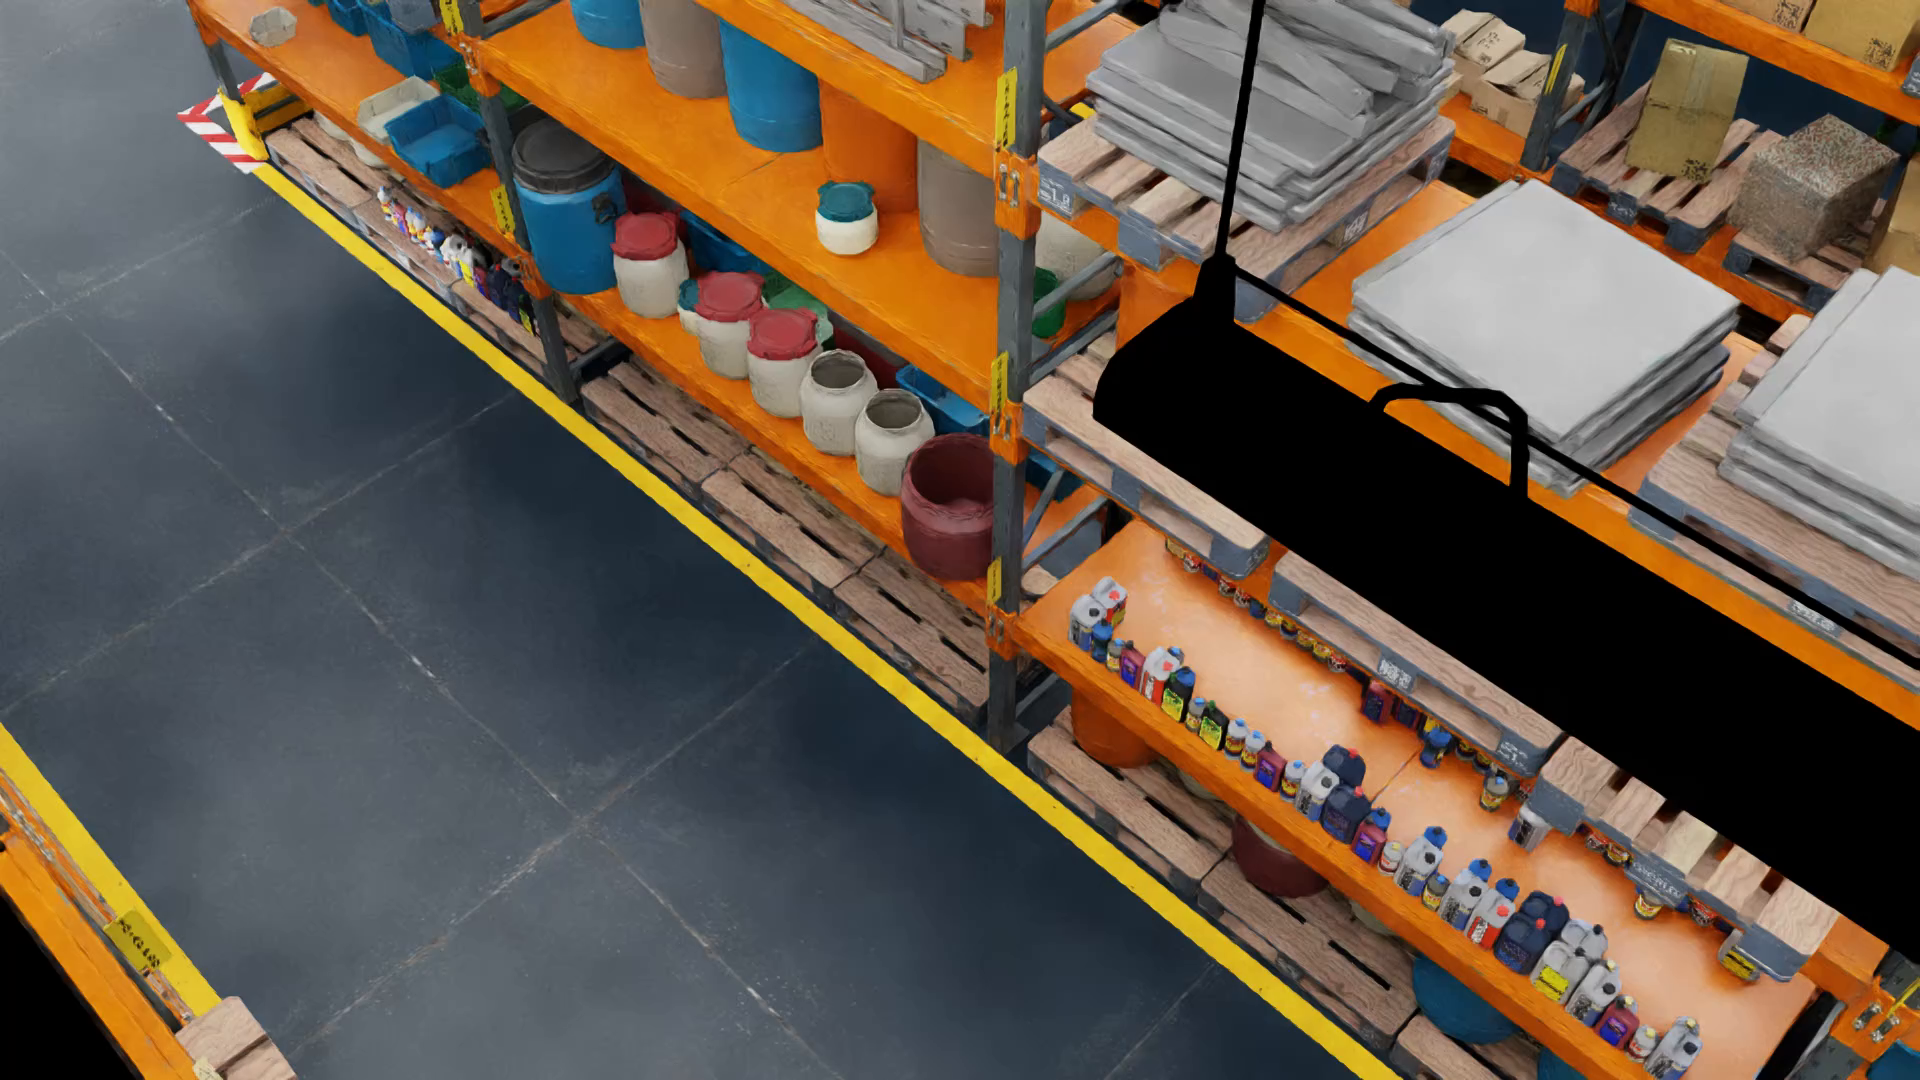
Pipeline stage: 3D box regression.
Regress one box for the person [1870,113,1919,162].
[{"bbox_3d":[7.225,-3.536,12.158,0.659,1.793,0.398,18,52,15],"label":"person"}]
